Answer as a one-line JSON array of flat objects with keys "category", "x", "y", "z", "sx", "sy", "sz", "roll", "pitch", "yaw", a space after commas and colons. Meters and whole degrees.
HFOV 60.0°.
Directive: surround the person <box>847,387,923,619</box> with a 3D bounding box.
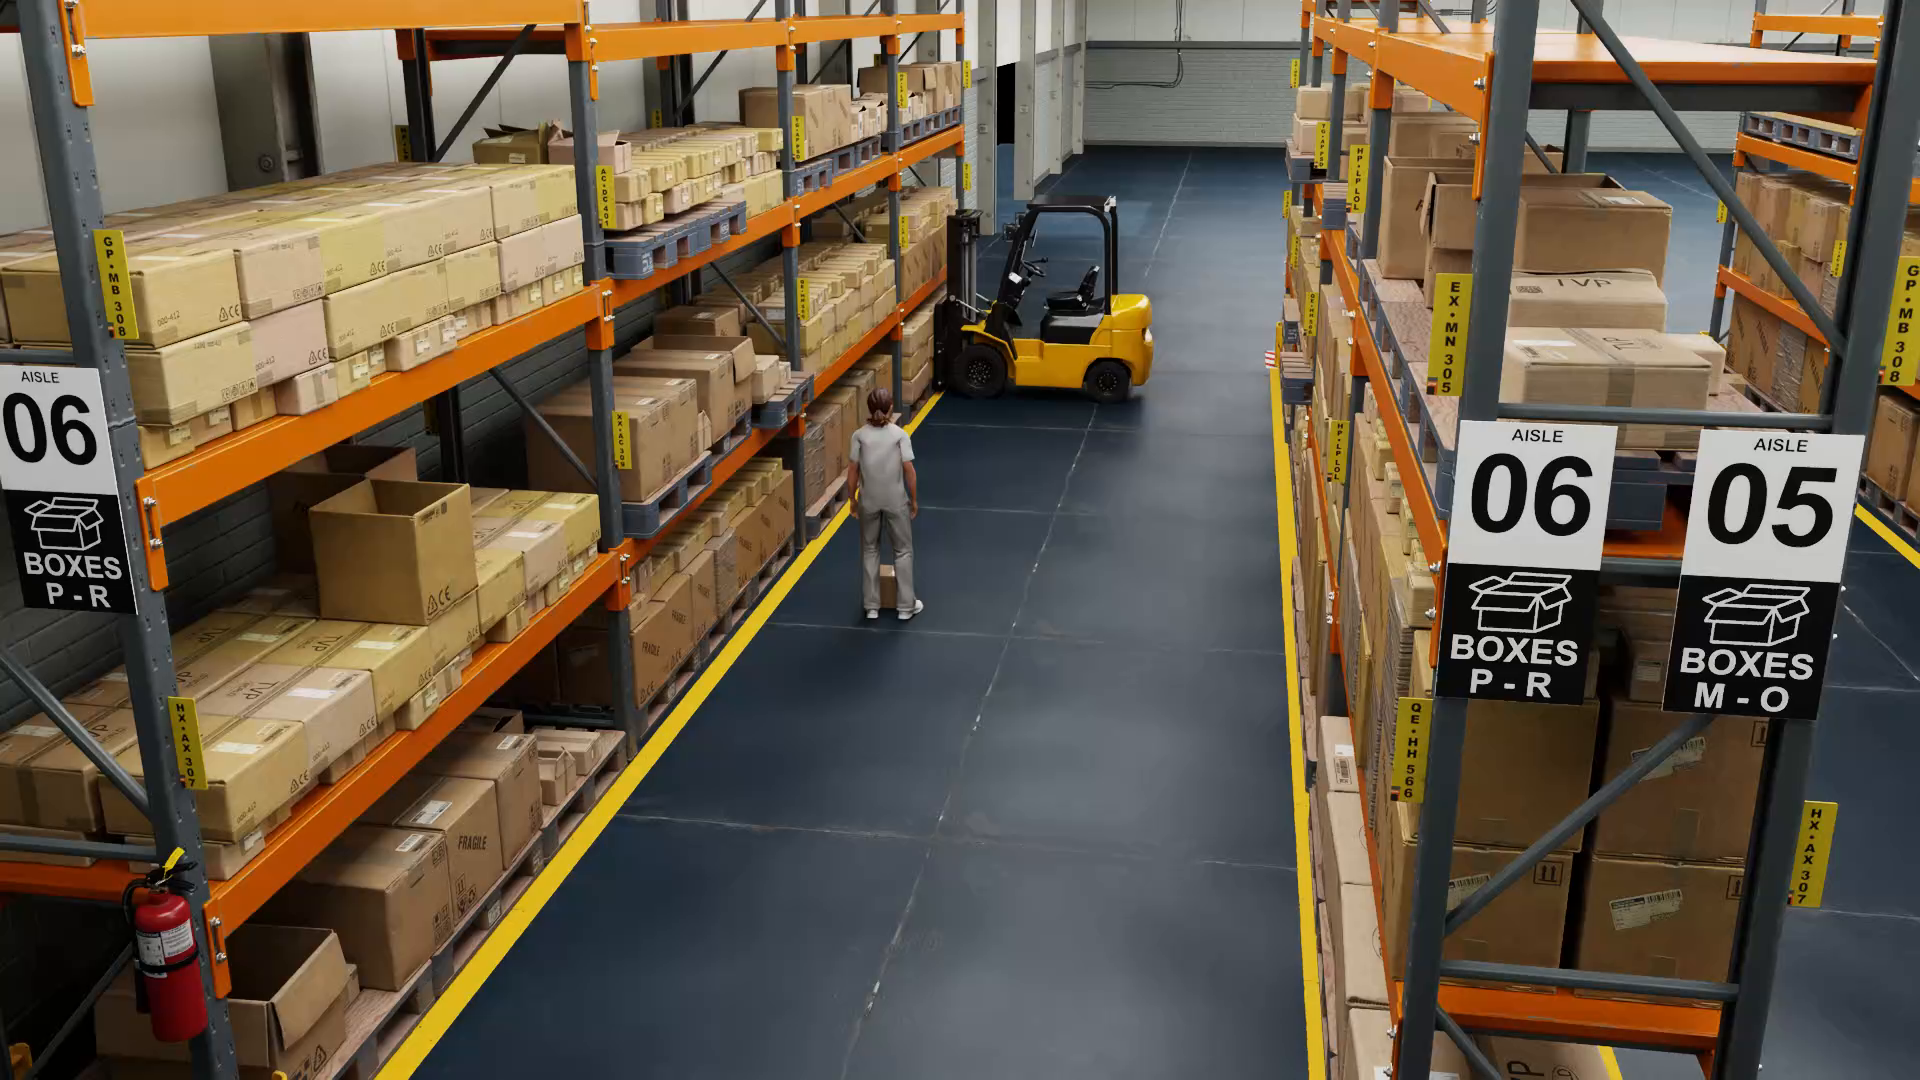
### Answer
[{"category": "person", "x": -0.539, "y": -0.256, "z": 11.847, "sx": 0.514, "sy": 1.672, "sz": 0.357, "roll": 2, "pitch": 18, "yaw": 5}]
